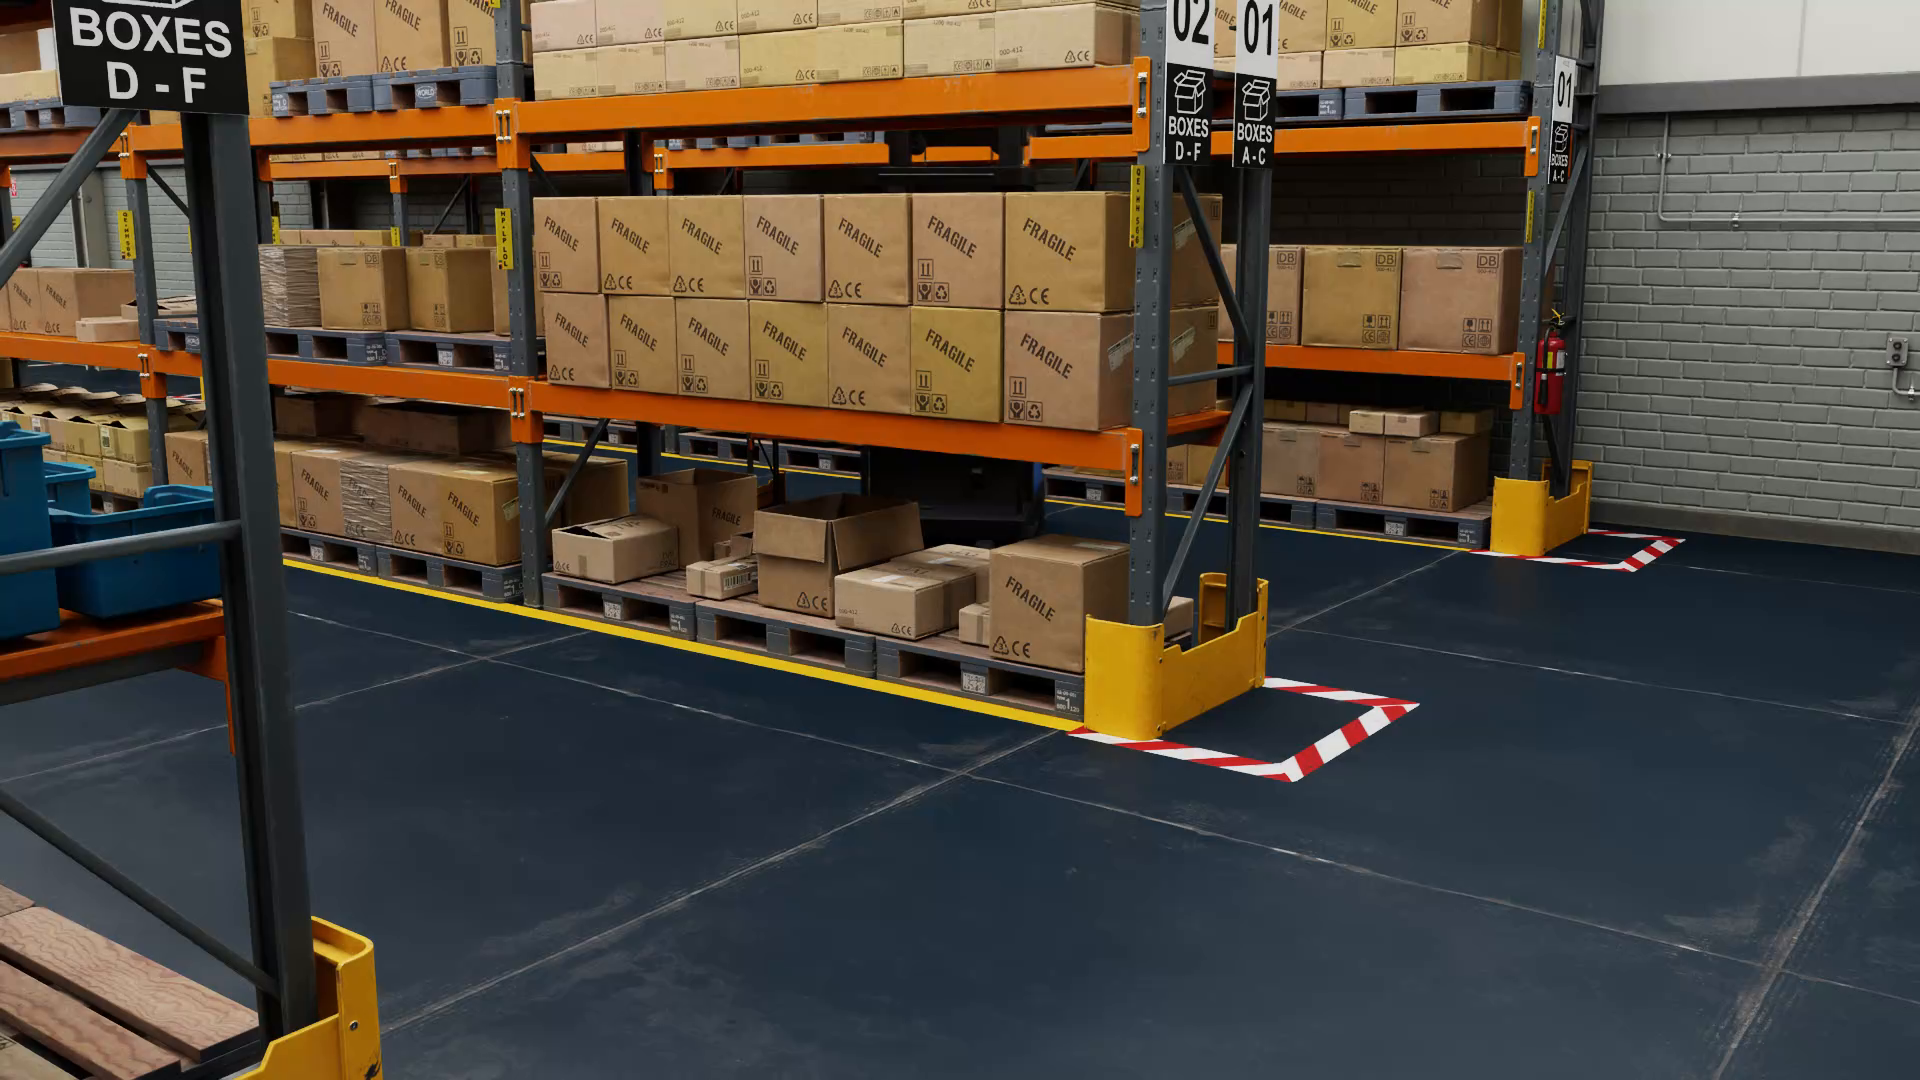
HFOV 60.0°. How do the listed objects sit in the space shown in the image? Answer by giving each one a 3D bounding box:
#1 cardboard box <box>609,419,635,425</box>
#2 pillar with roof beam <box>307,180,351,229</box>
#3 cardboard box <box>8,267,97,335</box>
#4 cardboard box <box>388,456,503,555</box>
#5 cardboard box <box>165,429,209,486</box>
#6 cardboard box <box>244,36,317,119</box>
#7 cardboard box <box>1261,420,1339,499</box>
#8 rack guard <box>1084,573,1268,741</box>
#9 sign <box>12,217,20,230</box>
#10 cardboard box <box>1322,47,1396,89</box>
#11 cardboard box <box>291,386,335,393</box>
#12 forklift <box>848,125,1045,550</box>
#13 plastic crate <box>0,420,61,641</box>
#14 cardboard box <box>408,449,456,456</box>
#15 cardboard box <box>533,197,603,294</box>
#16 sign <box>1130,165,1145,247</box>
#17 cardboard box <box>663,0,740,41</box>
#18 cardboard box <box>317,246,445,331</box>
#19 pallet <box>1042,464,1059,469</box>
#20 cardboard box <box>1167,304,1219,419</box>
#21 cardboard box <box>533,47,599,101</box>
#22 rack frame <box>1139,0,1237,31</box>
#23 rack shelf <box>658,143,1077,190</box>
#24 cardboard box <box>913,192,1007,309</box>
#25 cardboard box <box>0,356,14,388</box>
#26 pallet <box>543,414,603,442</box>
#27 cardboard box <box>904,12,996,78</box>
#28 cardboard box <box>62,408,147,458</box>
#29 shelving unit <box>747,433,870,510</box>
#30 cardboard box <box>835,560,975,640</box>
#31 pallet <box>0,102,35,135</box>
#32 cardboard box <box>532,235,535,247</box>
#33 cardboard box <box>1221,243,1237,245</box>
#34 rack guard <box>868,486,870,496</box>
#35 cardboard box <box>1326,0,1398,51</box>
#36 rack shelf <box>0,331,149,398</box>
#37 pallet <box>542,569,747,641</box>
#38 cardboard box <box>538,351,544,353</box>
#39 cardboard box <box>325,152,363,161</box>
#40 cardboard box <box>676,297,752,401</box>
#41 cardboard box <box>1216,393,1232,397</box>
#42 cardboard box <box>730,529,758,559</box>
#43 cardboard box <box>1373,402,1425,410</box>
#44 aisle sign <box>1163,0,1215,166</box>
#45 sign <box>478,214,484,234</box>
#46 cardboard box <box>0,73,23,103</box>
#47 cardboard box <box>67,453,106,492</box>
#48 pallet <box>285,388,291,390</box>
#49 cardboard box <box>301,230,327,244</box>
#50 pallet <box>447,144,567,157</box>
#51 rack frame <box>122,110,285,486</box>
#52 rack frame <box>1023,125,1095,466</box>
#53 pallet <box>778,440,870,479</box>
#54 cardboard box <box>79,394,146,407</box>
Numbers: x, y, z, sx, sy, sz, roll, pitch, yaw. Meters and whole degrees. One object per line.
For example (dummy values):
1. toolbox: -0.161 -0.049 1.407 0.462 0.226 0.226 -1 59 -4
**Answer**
1. cardboard box: -3.067 -1.430 16.445 0.500 0.500 0.700 8 14 36
2. pillar with roof beam: -10.376 -5.607 16.823 0.400 9.000 9.100 8 13 36
3. cardboard box: -7.171 -1.904 13.209 0.500 0.500 0.500 8 14 36
4. cardboard box: -3.122 -0.217 10.175 0.500 0.500 0.500 8 14 36
5. cardboard box: -5.187 -0.503 11.655 0.500 0.500 0.500 9 14 38
6. cardboard box: -4.183 -2.971 10.830 0.500 0.500 0.910 8 13 36
7. cardboard box: 2.560 -0.624 12.331 0.500 0.500 0.700 7 13 34
8. rack guard: 1.002 0.509 7.583 0.348 0.500 1.175 8 13 36
9. sign: -8.296 -2.673 14.607 0.005 0.325 0.100 8 13 36
10. cardboard box: 2.825 -3.223 11.420 0.500 0.250 0.500 7 13 33
11. cardboard box: -7.378 -2.010 19.446 0.500 0.500 0.700 7 13 32
12. forklift: -0.085 -1.309 10.579 1.130 2.935 3.031 1 11 7
13. plastic crate: -2.252 -0.008 3.421 0.499 0.435 0.616 8 13 36
14. cardboard box: -3.241 -0.355 10.893 0.500 0.500 0.500 8 14 36
15. cardboard box: -1.948 -1.603 9.025 0.500 0.500 0.500 8 14 37
16. sign: 0.718 -1.351 6.733 0.005 0.325 0.100 8 13 36
17. cardboard box: -1.116 -2.597 8.239 0.500 0.250 0.500 8 13 36
18. cardboard box: -3.622 -1.604 10.554 0.500 0.500 0.700 4 12 21
19. pallet: 0.102 -0.624 14.201 1.213 0.211 1.003 8 13 36
20. cardboard box: 0.861 -0.849 7.758 0.500 0.500 0.500 8 14 37
21. cardboard box: -1.916 -2.466 8.876 0.500 0.250 0.500 8 13 36
22. rack frame: 1.063 -3.655 6.731 0.127 3.000 1.000 8 13 36
23. rack shelf: -0.844 -3.263 14.493 4.000 0.370 1.077 8 13 36
24. cardboard box: 0.134 -1.314 7.531 0.500 0.500 0.500 8 14 37
25. cardboard box: -8.797 -1.383 14.942 0.500 0.500 0.500 8 13 36
26. pallet: -4.064 -1.224 17.302 1.213 0.211 1.003 8 13 36
27. cardboard box: 0.096 -2.184 7.420 0.500 0.250 0.500 8 13 36
28. cardboard box: -6.376 -0.819 12.524 0.500 0.311 0.500 8 13 35
29. shelving unit: -1.023 -0.962 12.556 1.083 1.500 0.587 4 12 18
30. cardboard box: -0.269 0.289 8.217 0.500 0.250 0.500 8 13 36
31. pallet: -6.888 -3.177 12.654 1.213 0.211 1.003 9 14 38
32. cardboard box: -4.294 -2.887 17.134 0.500 0.500 0.700 10 15 43
33. cardboard box: 1.781 -1.919 12.763 0.700 0.700 0.980 8 13 34
34. rack guard: -0.551 -0.319 12.518 0.087 0.250 0.587 4 12 18
35. cardboard box: 2.844 -3.589 11.341 0.500 0.500 0.500 8 14 37
36. rack shelf: -6.997 -1.481 13.181 4.000 0.370 1.077 8 13 36
37. pallet: -1.608 0.287 9.491 1.213 0.211 1.003 8 13 36
38. cardboard box: -4.298 -1.987 17.354 0.500 0.250 0.500 7 13 34
39. cardboard box: -6.633 -4.427 18.302 0.500 0.500 0.500 7 13 31
40. cardboard box: -1.095 -0.996 8.517 0.500 0.500 0.500 8 13 35
41. cardboard box: 2.153 -1.046 12.805 0.250 0.149 0.380 8 14 36
42. cardboard box: -0.929 0.050 9.297 0.500 0.311 0.500 8 13 36
43. cardboard box: 3.179 -0.903 12.066 0.250 0.149 0.380 8 14 36
44. aisle sign: 0.937 -1.931 6.772 0.004 0.787 0.394 8 13 36
45. sign: -5.354 -3.471 18.528 0.005 0.325 0.100 8 13 36
46. cardboard box: -7.104 -3.440 12.805 0.500 0.250 0.500 7 13 31
47. cardboard box: -6.371 -0.545 12.581 0.500 0.250 0.500 8 13 35
48. pallet: -8.209 -1.793 20.242 1.213 0.211 1.003 8 13 36
49. cardboard box: -7.049 -3.241 18.755 0.500 0.500 0.500 7 13 34
50. pallet: -4.408 -3.996 16.886 1.003 0.211 1.213 8 13 36
51. rack frame: -5.385 -1.609 11.950 0.127 3.000 1.000 8 13 36
52. rack frame: 0.768 -1.918 13.548 0.127 3.000 1.000 8 13 36
53. pallet: -0.886 -0.761 14.910 1.213 0.211 1.003 8 13 36
54. cardboard box: -6.886 -1.018 13.550 0.500 0.311 0.500 8 13 35
